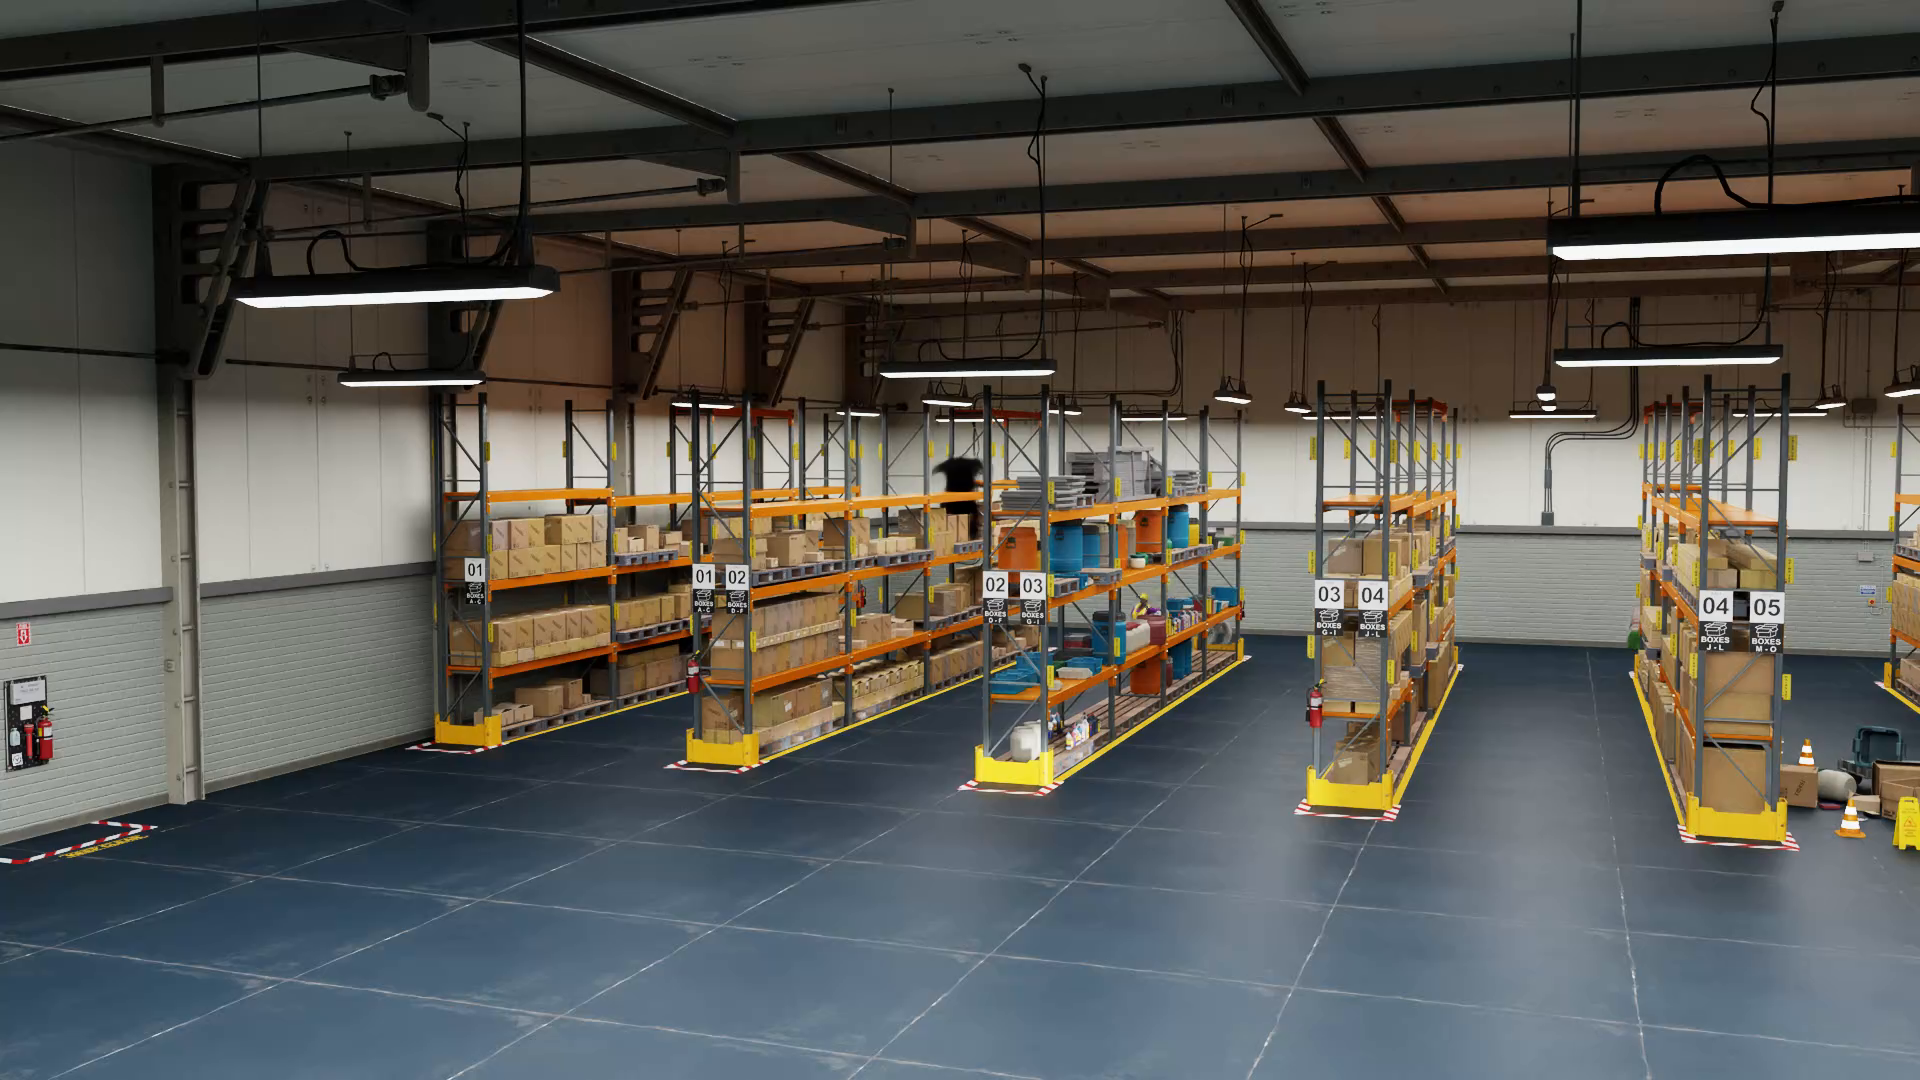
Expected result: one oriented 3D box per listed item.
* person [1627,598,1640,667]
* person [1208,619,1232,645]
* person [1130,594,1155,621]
[{"bbox_3d":[15.681,2.092,38.316,0.615,1.740,0.650,-2,3,-27],"label":"person"},{"bbox_3d":[6.437,1.992,41.316,0.606,1.648,0.585,-2,4,-37],"label":"person"},{"bbox_3d":[4.194,2.097,38.394,0.809,1.737,0.754,-3,4,-45],"label":"person"}]
